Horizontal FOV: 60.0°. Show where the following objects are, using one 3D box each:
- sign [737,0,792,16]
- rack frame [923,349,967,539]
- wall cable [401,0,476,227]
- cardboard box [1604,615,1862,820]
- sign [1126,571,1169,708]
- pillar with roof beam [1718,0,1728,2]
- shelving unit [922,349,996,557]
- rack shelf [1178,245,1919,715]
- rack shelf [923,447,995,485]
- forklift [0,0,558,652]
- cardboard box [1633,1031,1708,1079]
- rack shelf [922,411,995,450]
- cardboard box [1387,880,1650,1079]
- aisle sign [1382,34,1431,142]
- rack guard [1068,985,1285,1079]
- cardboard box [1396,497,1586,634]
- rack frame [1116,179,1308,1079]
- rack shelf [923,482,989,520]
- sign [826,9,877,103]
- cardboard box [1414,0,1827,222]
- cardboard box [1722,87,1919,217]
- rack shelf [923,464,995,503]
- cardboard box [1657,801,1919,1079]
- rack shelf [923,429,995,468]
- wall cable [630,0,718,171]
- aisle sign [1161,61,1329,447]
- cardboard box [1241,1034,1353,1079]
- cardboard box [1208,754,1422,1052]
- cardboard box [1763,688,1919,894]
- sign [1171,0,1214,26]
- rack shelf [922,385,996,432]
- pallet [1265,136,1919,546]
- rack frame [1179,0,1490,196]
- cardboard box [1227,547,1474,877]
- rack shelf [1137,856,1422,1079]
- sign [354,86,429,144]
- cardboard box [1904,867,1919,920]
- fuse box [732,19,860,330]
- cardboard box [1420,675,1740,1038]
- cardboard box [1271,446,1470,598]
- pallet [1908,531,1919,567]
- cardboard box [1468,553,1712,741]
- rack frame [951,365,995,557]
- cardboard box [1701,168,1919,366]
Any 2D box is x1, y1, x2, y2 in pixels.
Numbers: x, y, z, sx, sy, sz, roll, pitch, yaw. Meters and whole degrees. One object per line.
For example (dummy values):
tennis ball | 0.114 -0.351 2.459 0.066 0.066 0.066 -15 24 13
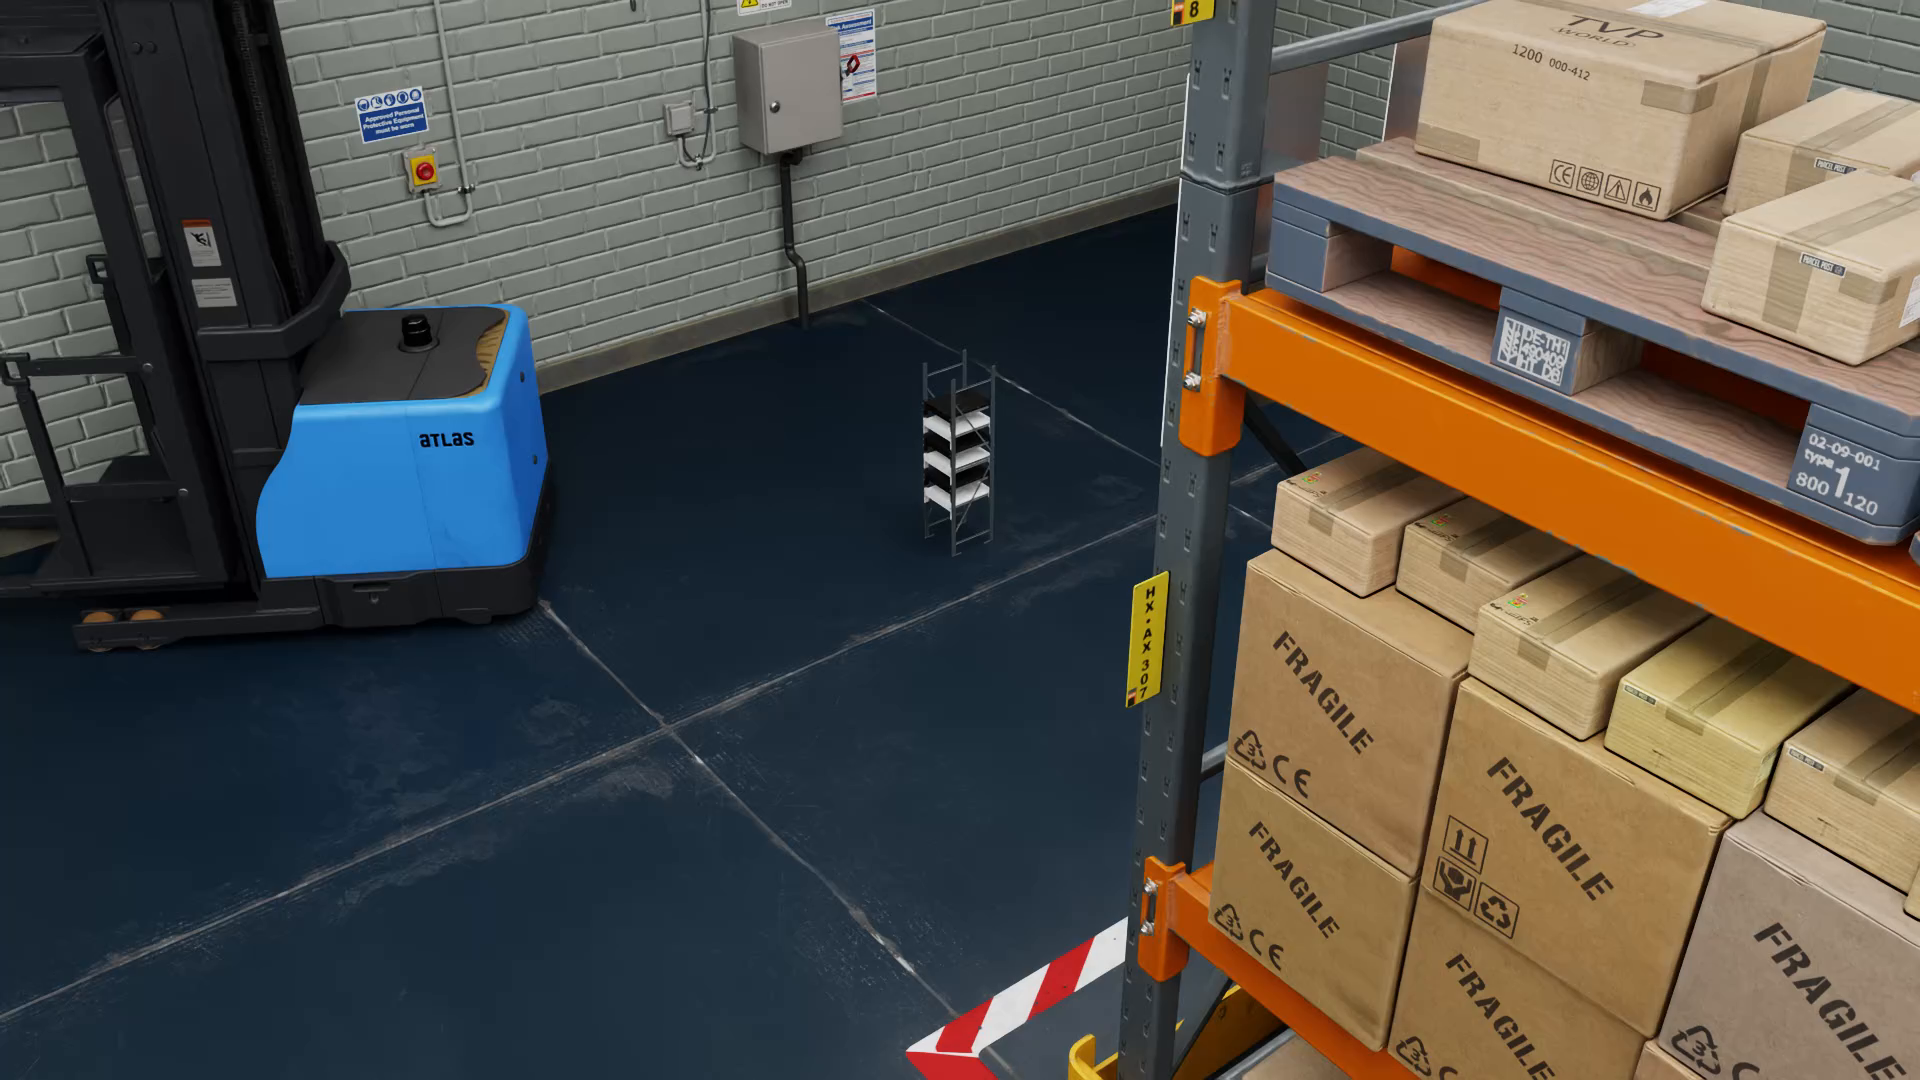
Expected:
sign | -1.045 -2.935 8.849 0.339 0.242 0.001 -22 38 -31
rack frame | -0.067 -0.428 7.586 0.240 0.900 0.006 -22 38 -31
wall cable | -2.623 -2.342 7.684 0.585 1.953 0.123 -22 38 -31
cardboard box | 1.314 0.276 2.805 0.380 0.149 0.250 -24 39 -33
sign | 0.411 0.221 3.655 0.100 0.325 0.005 -22 38 -31
pillar with roof beam | 0.430 -3.733 5.231 9.100 9.000 0.400 -22 38 -31
shelving unit | -0.005 -0.386 7.518 0.258 0.900 0.210 -22 38 -31
rack shelf | 2.080 0.311 2.245 1.077 0.370 4.000 -22 38 -31
rack shelf | -0.005 -0.357 7.536 0.258 0.077 0.200 -22 38 -31
forklift | -3.380 -1.068 6.691 3.031 2.935 1.130 -3 32 -5
cardboard box | 1.551 1.116 3.016 0.500 0.500 0.500 -23 38 -32
rack shelf | -0.005 -0.510 7.441 0.258 0.077 0.200 -22 38 -31
cardboard box | 1.253 0.898 3.366 0.500 0.500 0.500 -23 38 -32
aisle sign | 1.054 -0.789 3.713 0.394 0.787 0.004 -22 38 -31
rack guard | 0.839 1.498 4.865 1.175 0.500 0.348 -22 38 -31
cardboard box | 1.069 0.027 3.207 0.380 0.149 0.250 -21 38 -30
rack frame | 0.853 0.446 4.189 1.000 3.000 0.127 -22 38 -31
rack shelf | -0.005 -0.204 7.631 0.258 0.077 0.200 -22 38 -31
sign | -0.611 -2.721 9.378 0.329 0.494 0.001 -22 38 -31
cardboard box | 1.200 -0.827 3.045 0.500 0.250 0.500 -26 40 -36
cardboard box | 1.521 -0.635 2.832 0.380 0.149 0.250 -26 40 -35
rack shelf | -0.005 -0.281 7.583 0.258 0.077 0.200 -22 38 -31
cardboard box | 1.567 0.696 2.744 0.500 0.500 0.500 -23 38 -32
rack shelf | -0.005 -0.434 7.488 0.258 0.077 0.200 -22 38 -31
wall cable | -1.510 -2.792 8.439 0.588 1.984 0.122 -22 38 -31
aisle sign | 0.580 -0.595 3.400 0.394 0.787 0.004 -22 38 -31
cardboard box | 1.337 1.599 4.364 0.875 0.438 0.875 -24 39 -33
cardboard box | 0.921 0.696 3.691 0.500 0.500 0.500 -23 38 -32
cardboard box | 1.516 0.368 2.657 0.380 0.149 0.250 -22 38 -31
sign | 0.411 -1.056 2.861 0.100 0.325 0.005 -22 38 -31
rack shelf | -0.005 -0.587 7.393 0.258 0.077 0.200 -22 38 -31
pallet | 1.316 -0.485 2.929 1.003 0.211 1.213 -22 38 -31
rack frame | 0.853 -2.103 2.606 1.000 3.000 0.127 -22 38 -31
cardboard box | 0.923 0.271 3.428 0.500 0.500 0.500 -23 39 -32
rack shelf | 2.080 1.585 3.037 1.077 0.370 4.000 -22 38 -31
sign | -2.699 -2.021 7.905 0.327 0.218 0.001 -22 38 -31
cardboard box | 1.636 0.486 2.467 0.380 0.149 0.250 -22 38 -31
fuse box | -0.874 -1.968 9.297 0.539 1.711 0.414 -22 38 -31
cardboard box | 1.245 0.484 3.085 0.500 0.500 0.500 -23 39 -33
cardboard box | 0.852 -0.059 3.345 0.380 0.149 0.250 -21 38 -30
pallet | 2.069 0.024 2.110 1.003 0.211 1.213 -22 38 -31
cardboard box | 1.138 0.172 2.972 0.380 0.149 0.250 -21 38 -30
rack frame | 0.057 -0.343 7.450 0.240 0.900 0.006 -22 38 -31
cardboard box | 1.339 -0.415 2.477 0.380 0.149 0.250 -21 37 -30
